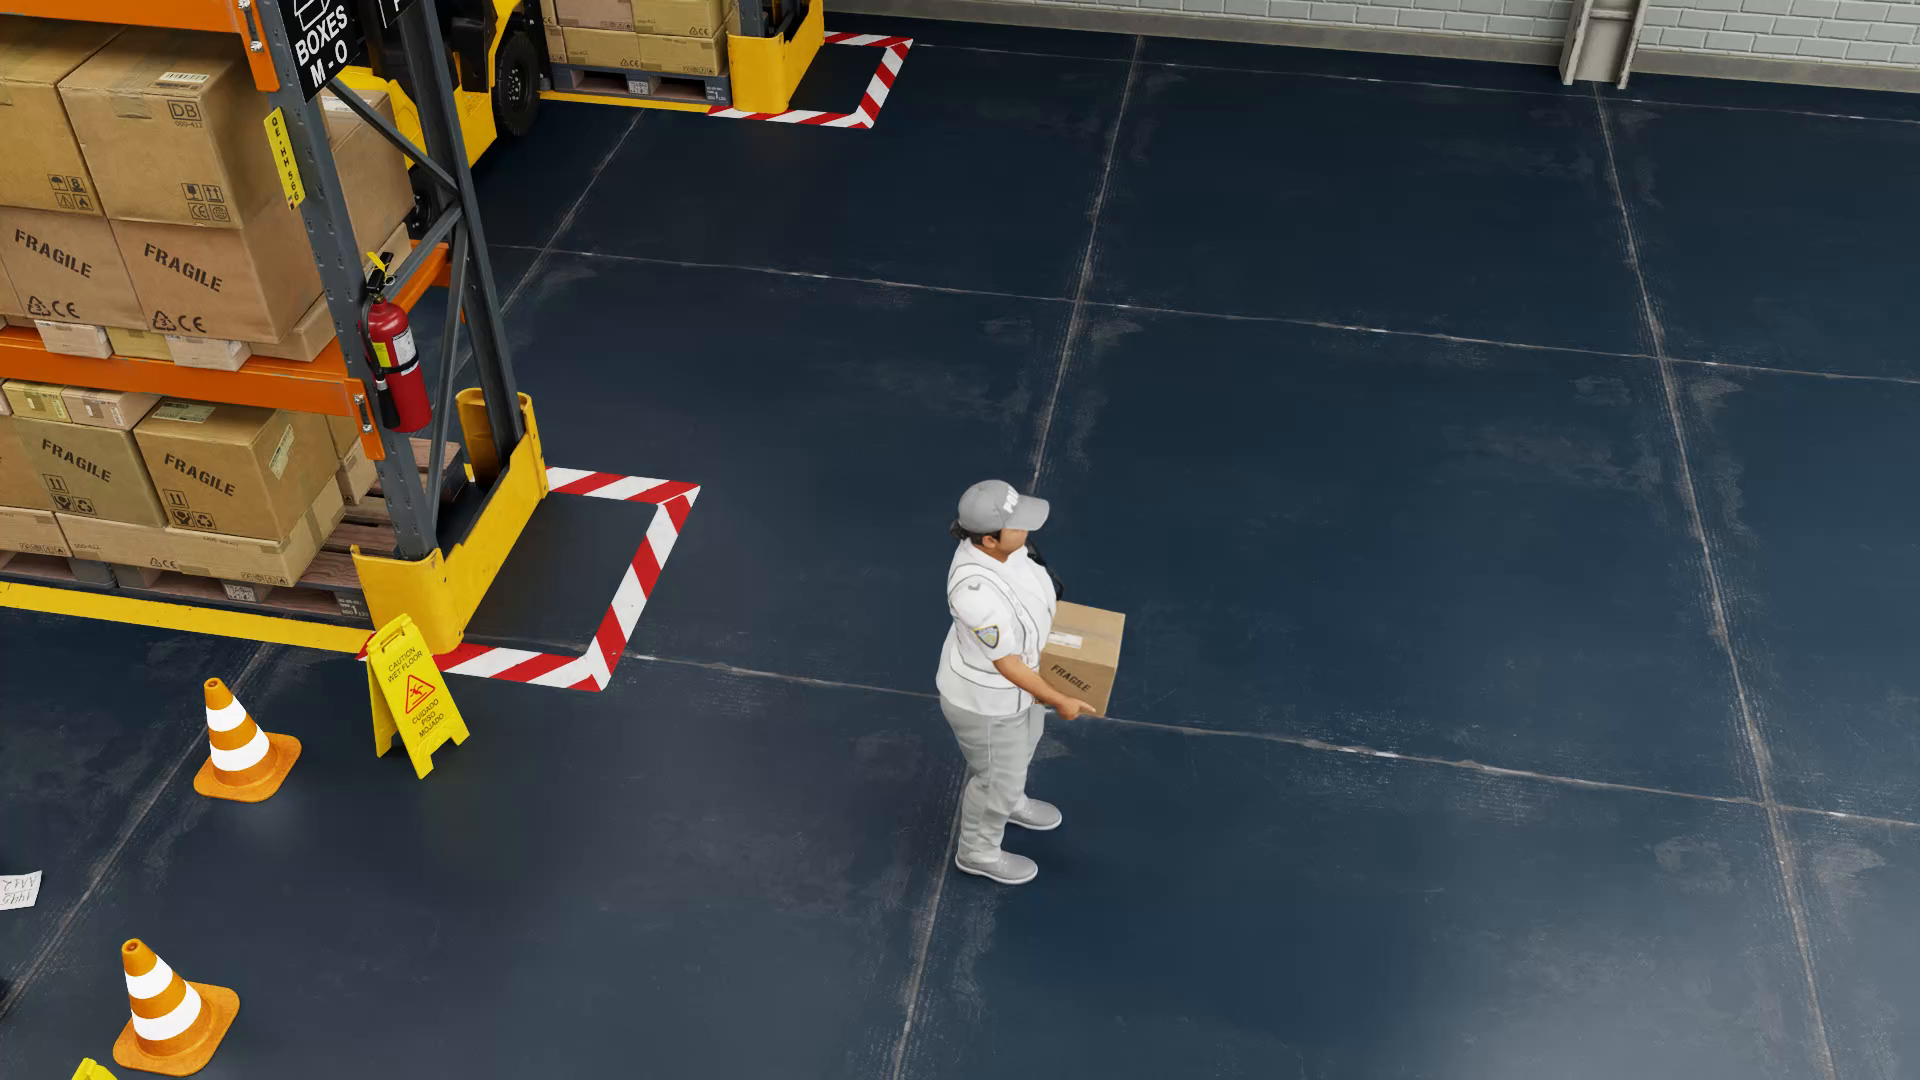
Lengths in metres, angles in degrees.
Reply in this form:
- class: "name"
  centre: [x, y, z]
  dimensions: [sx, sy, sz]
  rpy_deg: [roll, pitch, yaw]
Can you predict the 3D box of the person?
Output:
- class: "person"
  centre: [0.200, 0.480, 5.607]
  dimensions: [0.544, 1.662, 0.452]
  rpy_deg: [7, 41, 8]
